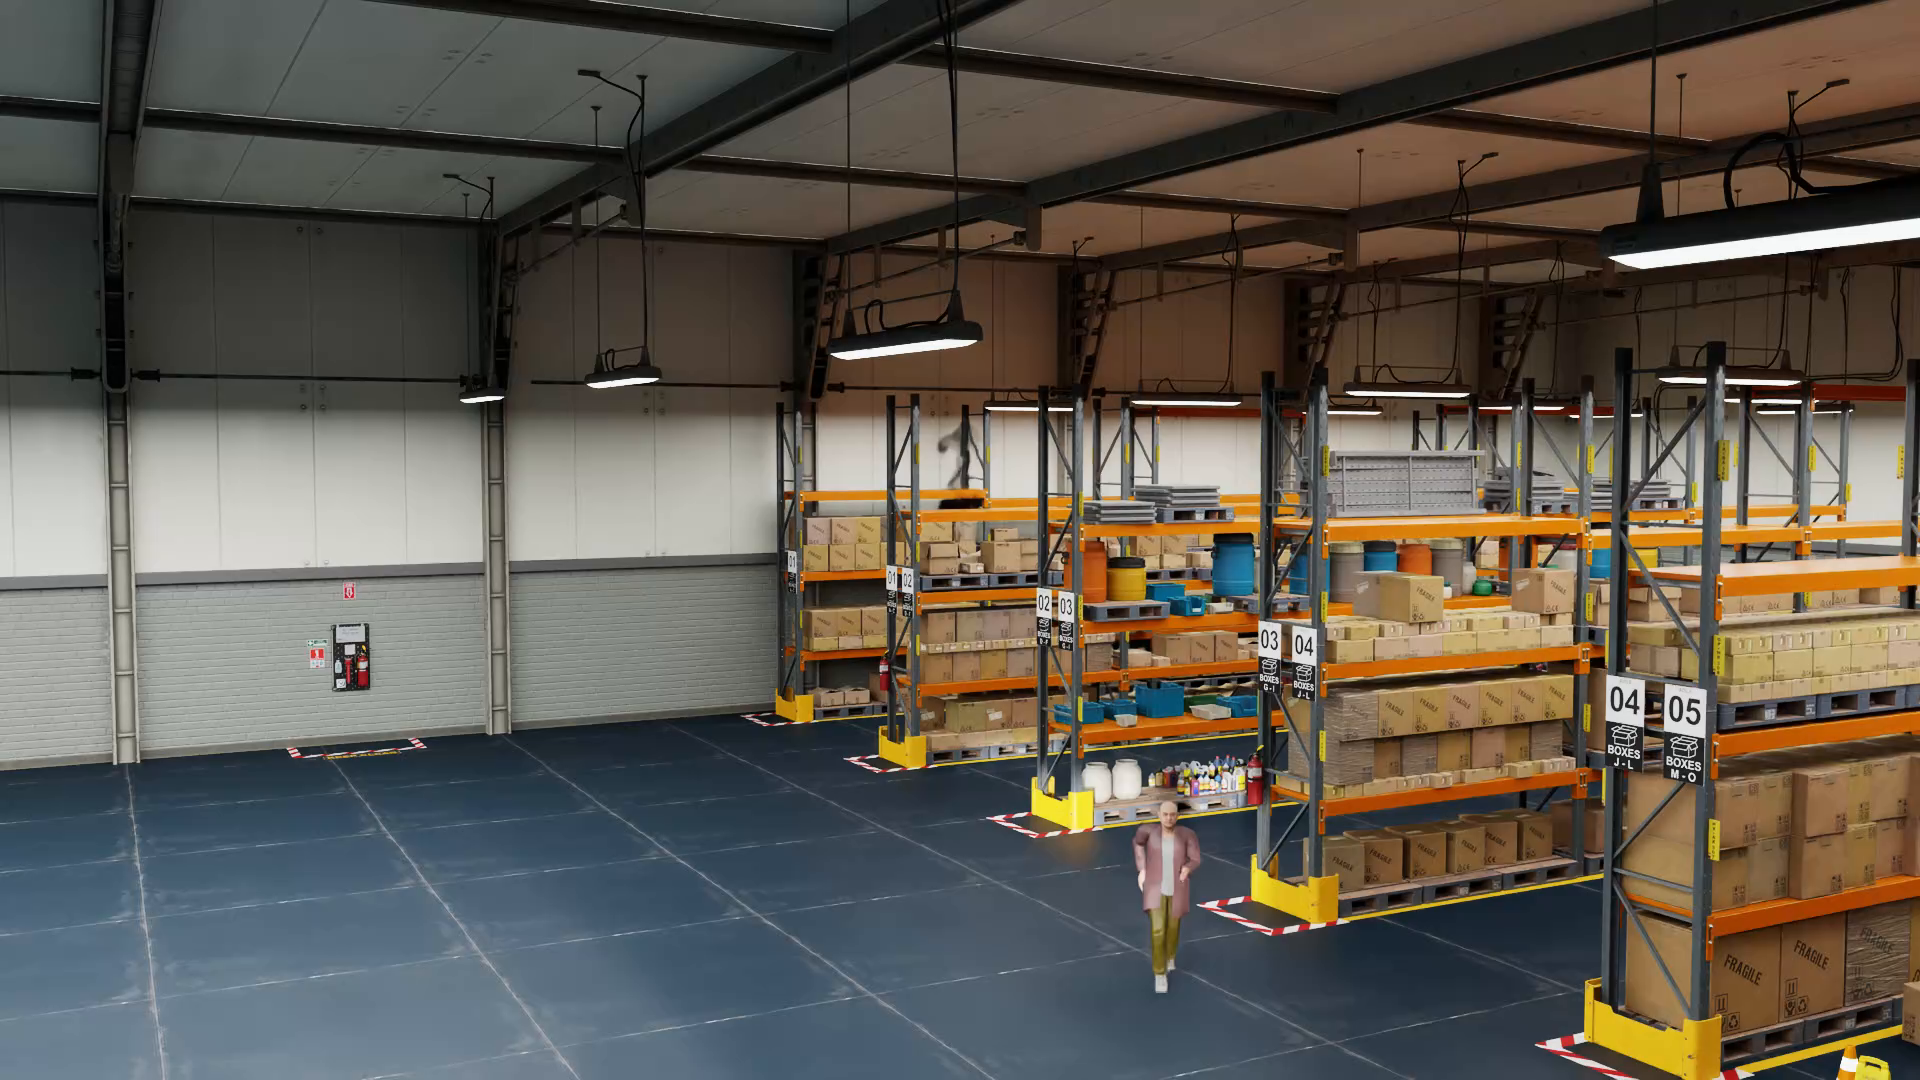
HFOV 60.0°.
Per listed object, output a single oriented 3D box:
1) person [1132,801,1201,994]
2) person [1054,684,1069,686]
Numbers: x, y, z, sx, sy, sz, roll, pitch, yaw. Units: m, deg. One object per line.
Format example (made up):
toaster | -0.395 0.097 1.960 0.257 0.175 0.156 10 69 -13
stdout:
person | 1.988 3.396 15.967 0.630 1.834 0.973 0 3 0
person | 1.924 2.605 30.561 0.723 1.654 0.625 -2 4 -32
